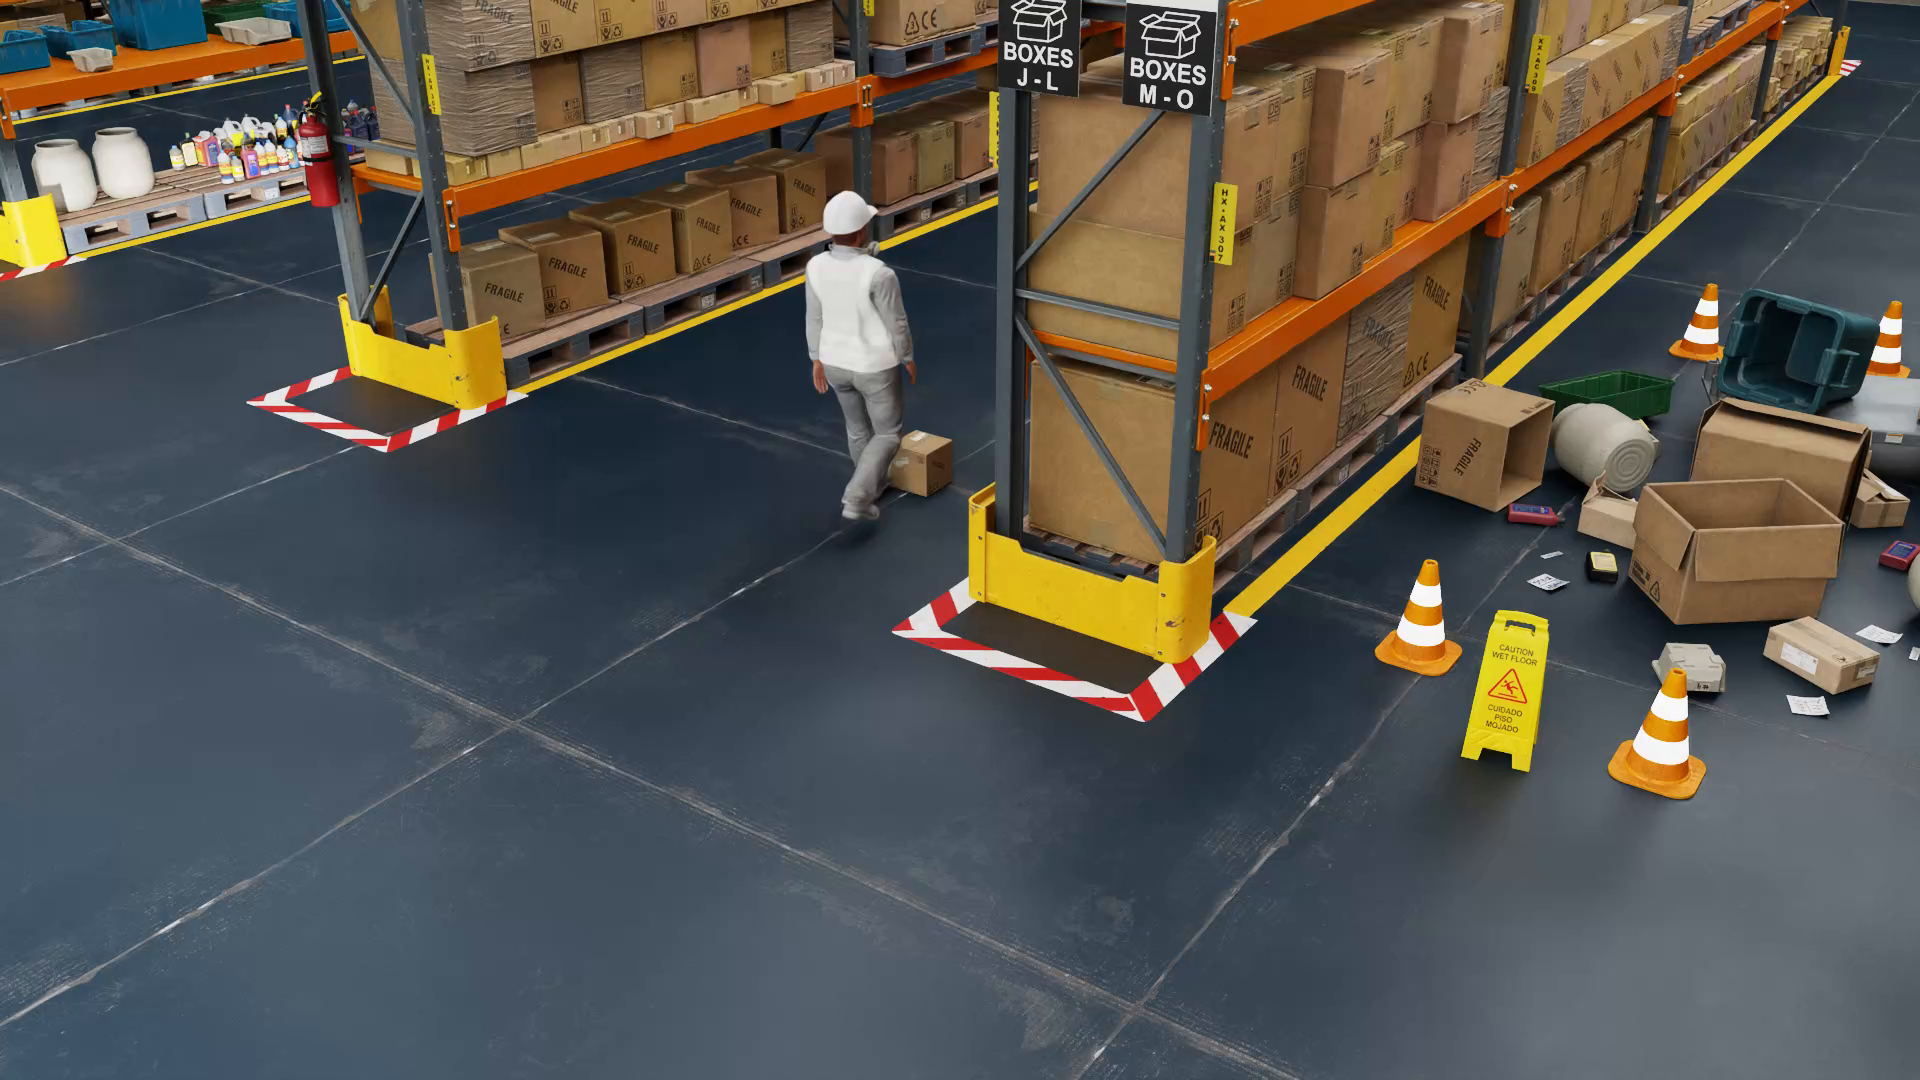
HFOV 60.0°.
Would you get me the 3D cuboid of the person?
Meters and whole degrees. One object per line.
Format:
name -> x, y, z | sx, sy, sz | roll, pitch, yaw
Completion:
person -> -0.468, -0.928, 8.448 | 0.547, 1.749, 0.839 | 14, 30, 26
